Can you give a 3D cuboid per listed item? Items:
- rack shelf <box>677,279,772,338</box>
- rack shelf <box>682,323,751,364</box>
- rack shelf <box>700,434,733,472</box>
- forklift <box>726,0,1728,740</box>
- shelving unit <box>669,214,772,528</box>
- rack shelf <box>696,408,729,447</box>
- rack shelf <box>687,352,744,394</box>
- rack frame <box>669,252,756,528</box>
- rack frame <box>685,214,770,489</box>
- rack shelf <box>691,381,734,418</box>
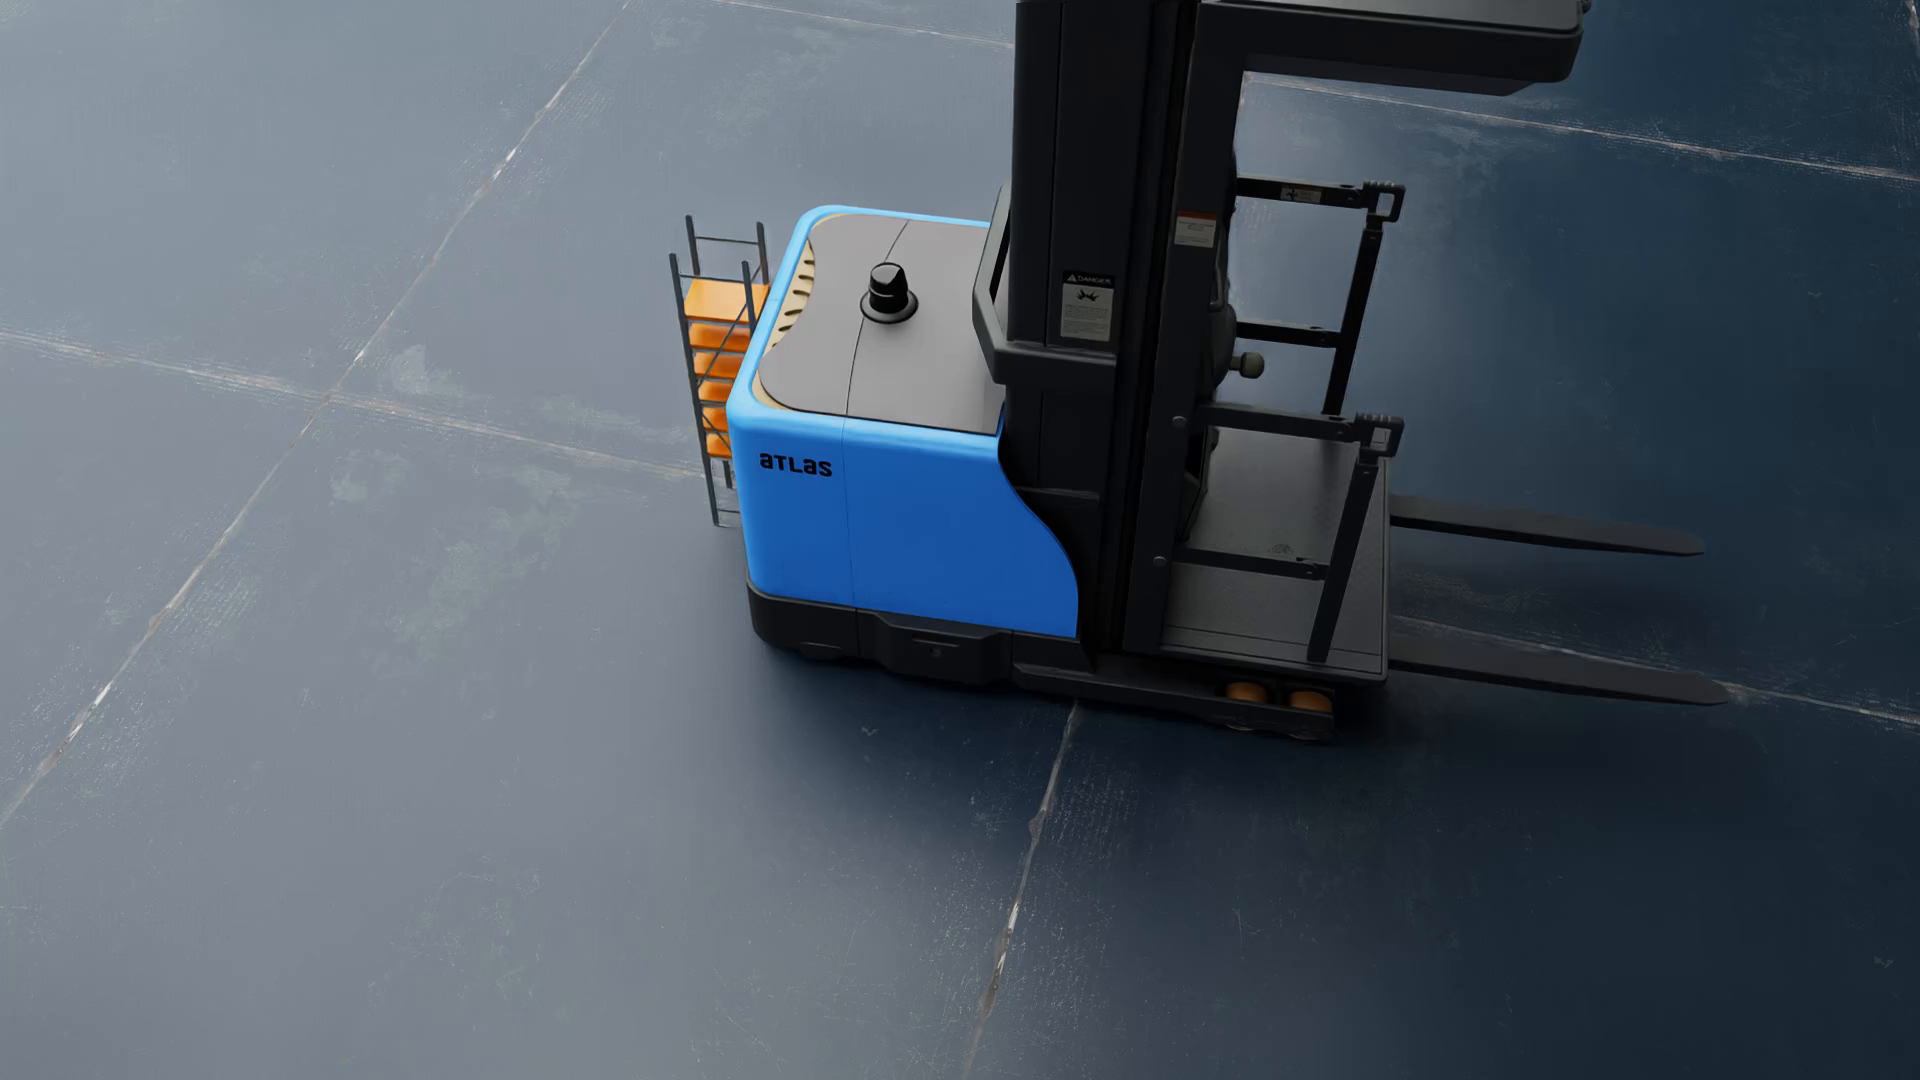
[{"bbox_3d":[-0.725,-0.711,5.156,0.258,0.103,0.180,7,49,6],"label":"rack shelf"},{"bbox_3d":[-0.725,-0.631,5.246,0.258,0.103,0.180,7,49,6],"label":"rack shelf"},{"bbox_3d":[-0.725,-0.314,5.606,0.258,0.103,0.180,7,49,6],"label":"rack shelf"},{"bbox_3d":[0.890,-0.780,4.484,3.031,2.935,1.130,8,49,7],"label":"forklift"},{"bbox_3d":[-0.725,-0.502,5.393,0.258,1.200,0.189,7,49,6],"label":"shelving unit"},{"bbox_3d":[-0.725,-0.393,5.516,0.258,0.103,0.180,7,49,6],"label":"rack shelf"},{"bbox_3d":[-0.725,-0.552,5.336,0.258,0.103,0.180,7,49,6],"label":"rack shelf"},{"bbox_3d":[-0.739,-0.434,5.333,0.240,1.200,0.006,7,49,6],"label":"rack frame"},{"bbox_3d":[-0.711,-0.570,5.453,0.240,1.200,0.006,7,49,6],"label":"rack frame"},{"bbox_3d":[-0.725,-0.473,5.426,0.258,0.103,0.180,7,49,6],"label":"rack shelf"}]
